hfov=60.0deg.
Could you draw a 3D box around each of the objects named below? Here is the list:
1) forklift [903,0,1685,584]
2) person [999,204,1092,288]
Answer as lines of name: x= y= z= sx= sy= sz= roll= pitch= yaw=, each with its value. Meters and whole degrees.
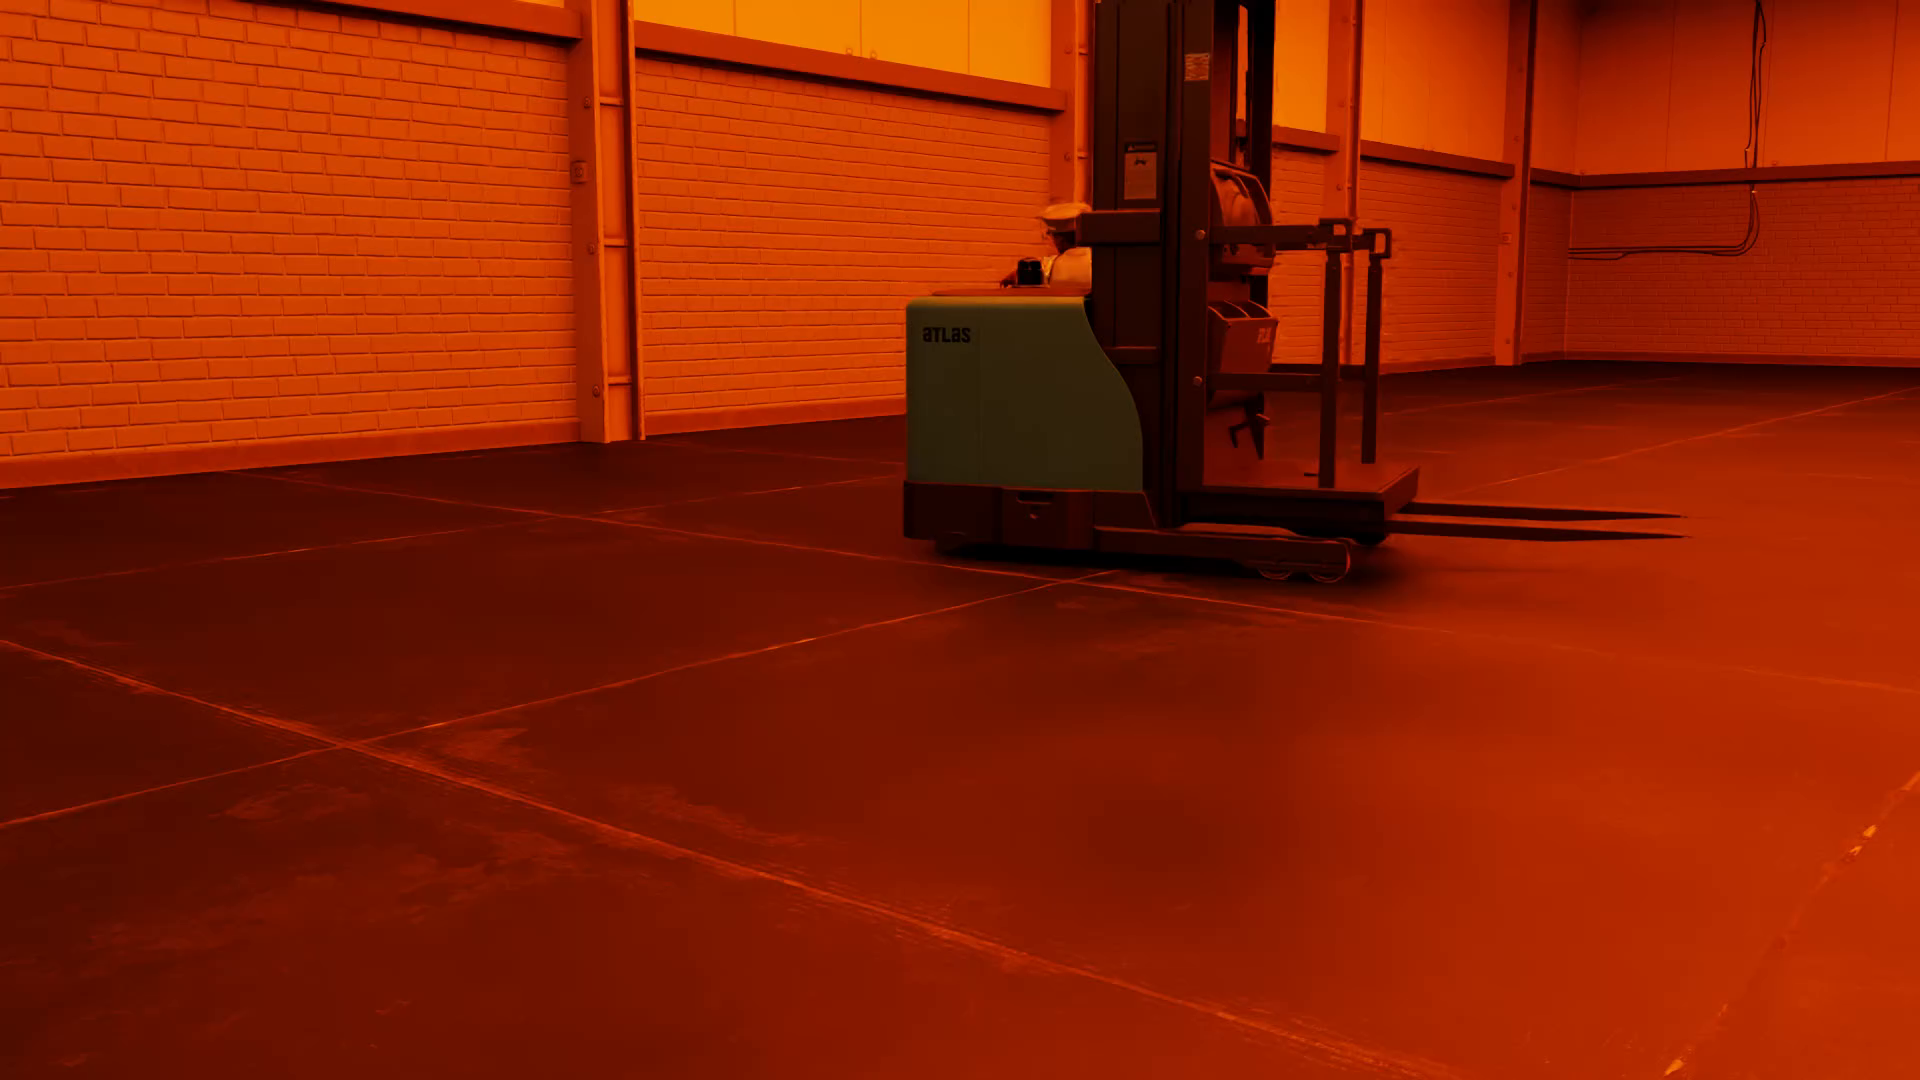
forklift: x=1.329 y=-1.373 z=6.664 sx=3.031 sy=2.935 sz=1.130 roll=3 pitch=9 yaw=22
person: x=0.588 y=-0.843 z=8.227 sx=1.016 sy=1.596 sz=0.751 roll=3 pitch=9 yaw=22
